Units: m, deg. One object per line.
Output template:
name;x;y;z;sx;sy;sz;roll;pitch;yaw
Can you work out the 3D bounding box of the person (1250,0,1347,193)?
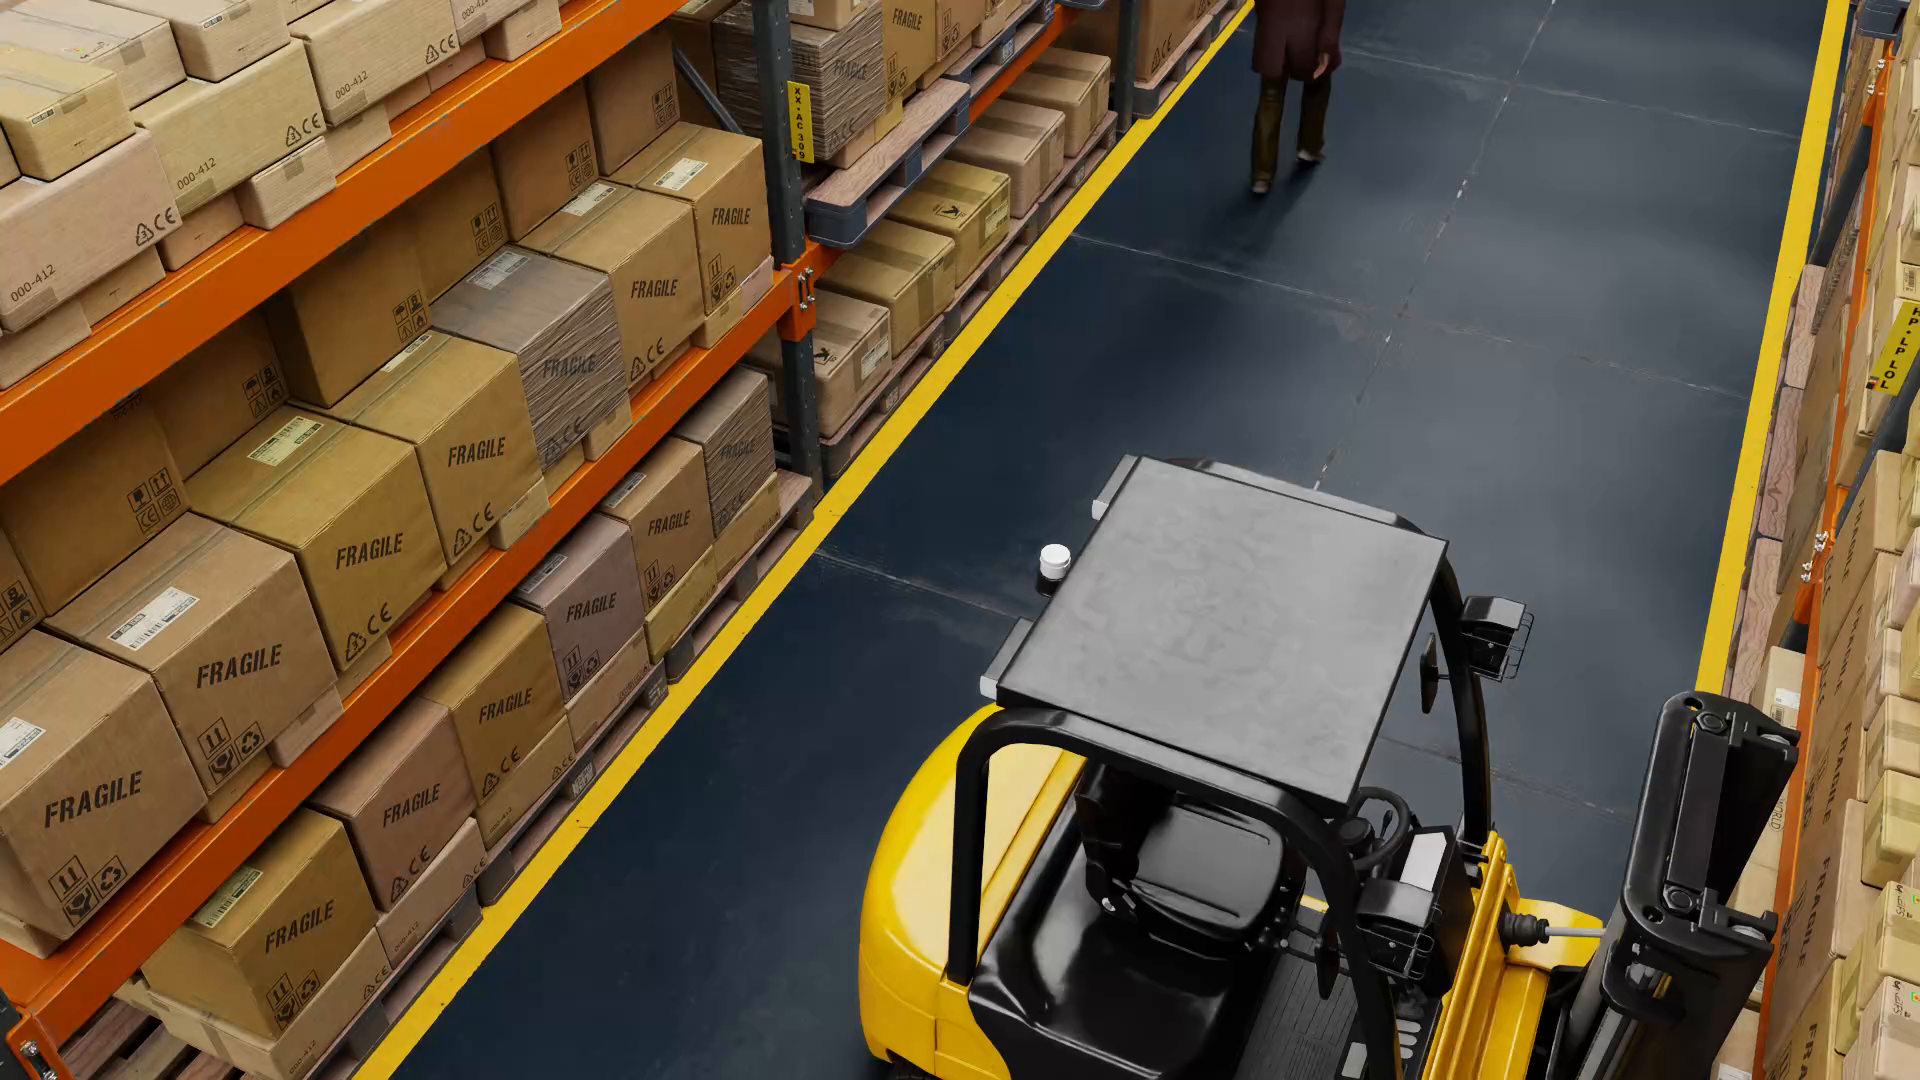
person;1.921;-2.883;9.458;0.571;1.832;0.727;16;44;17
